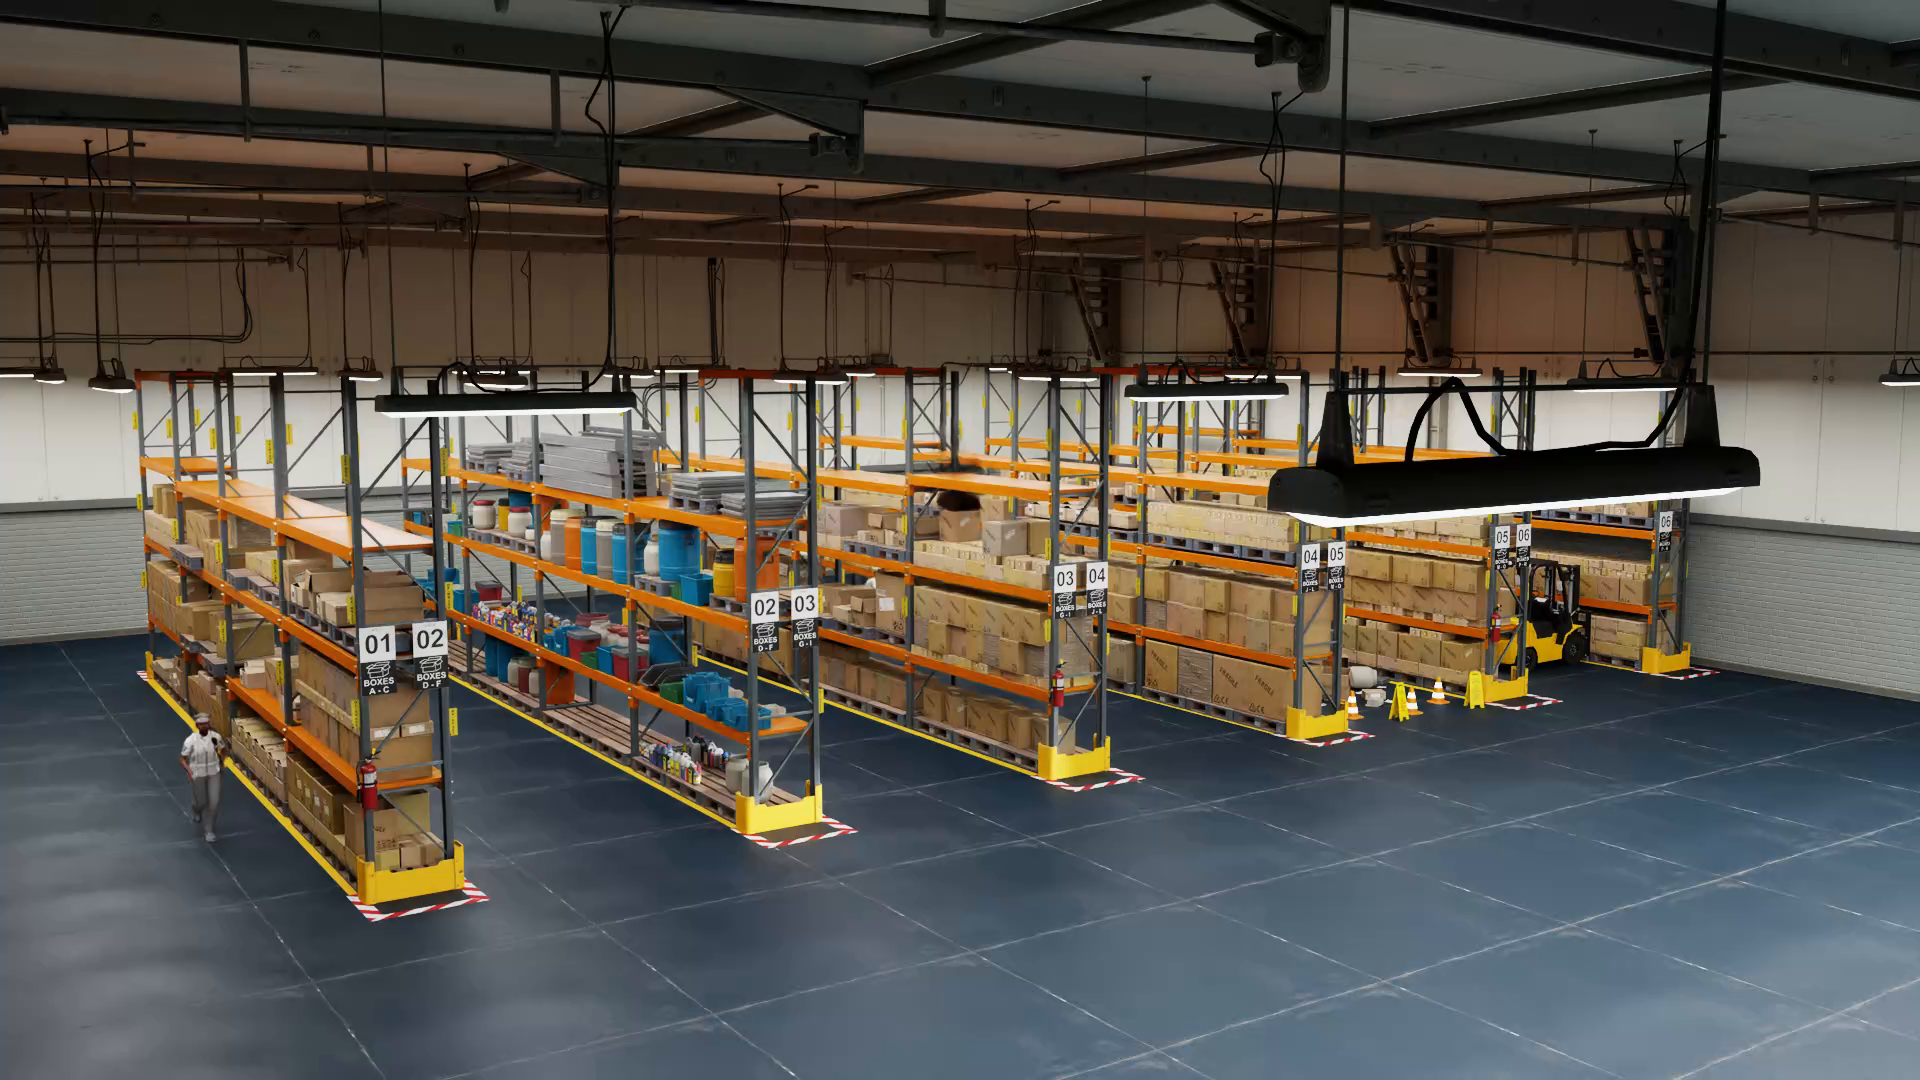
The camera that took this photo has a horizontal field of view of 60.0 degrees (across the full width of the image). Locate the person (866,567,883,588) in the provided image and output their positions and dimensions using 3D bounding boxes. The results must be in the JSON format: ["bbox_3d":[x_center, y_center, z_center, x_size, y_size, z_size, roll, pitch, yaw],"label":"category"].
[{"bbox_3d":[-1.780,1.409,35.996,0.682,1.753,0.769,-5,8,-39],"label":"person"}]

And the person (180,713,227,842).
[{"bbox_3d":[-9.887,3.067,21.786,0.584,1.674,0.668,-5,8,-35],"label":"person"}]

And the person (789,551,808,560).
[{"bbox_3d":[-4.117,0.783,41.495,0.900,1.724,0.764,-5,8,-36],"label":"person"}]
